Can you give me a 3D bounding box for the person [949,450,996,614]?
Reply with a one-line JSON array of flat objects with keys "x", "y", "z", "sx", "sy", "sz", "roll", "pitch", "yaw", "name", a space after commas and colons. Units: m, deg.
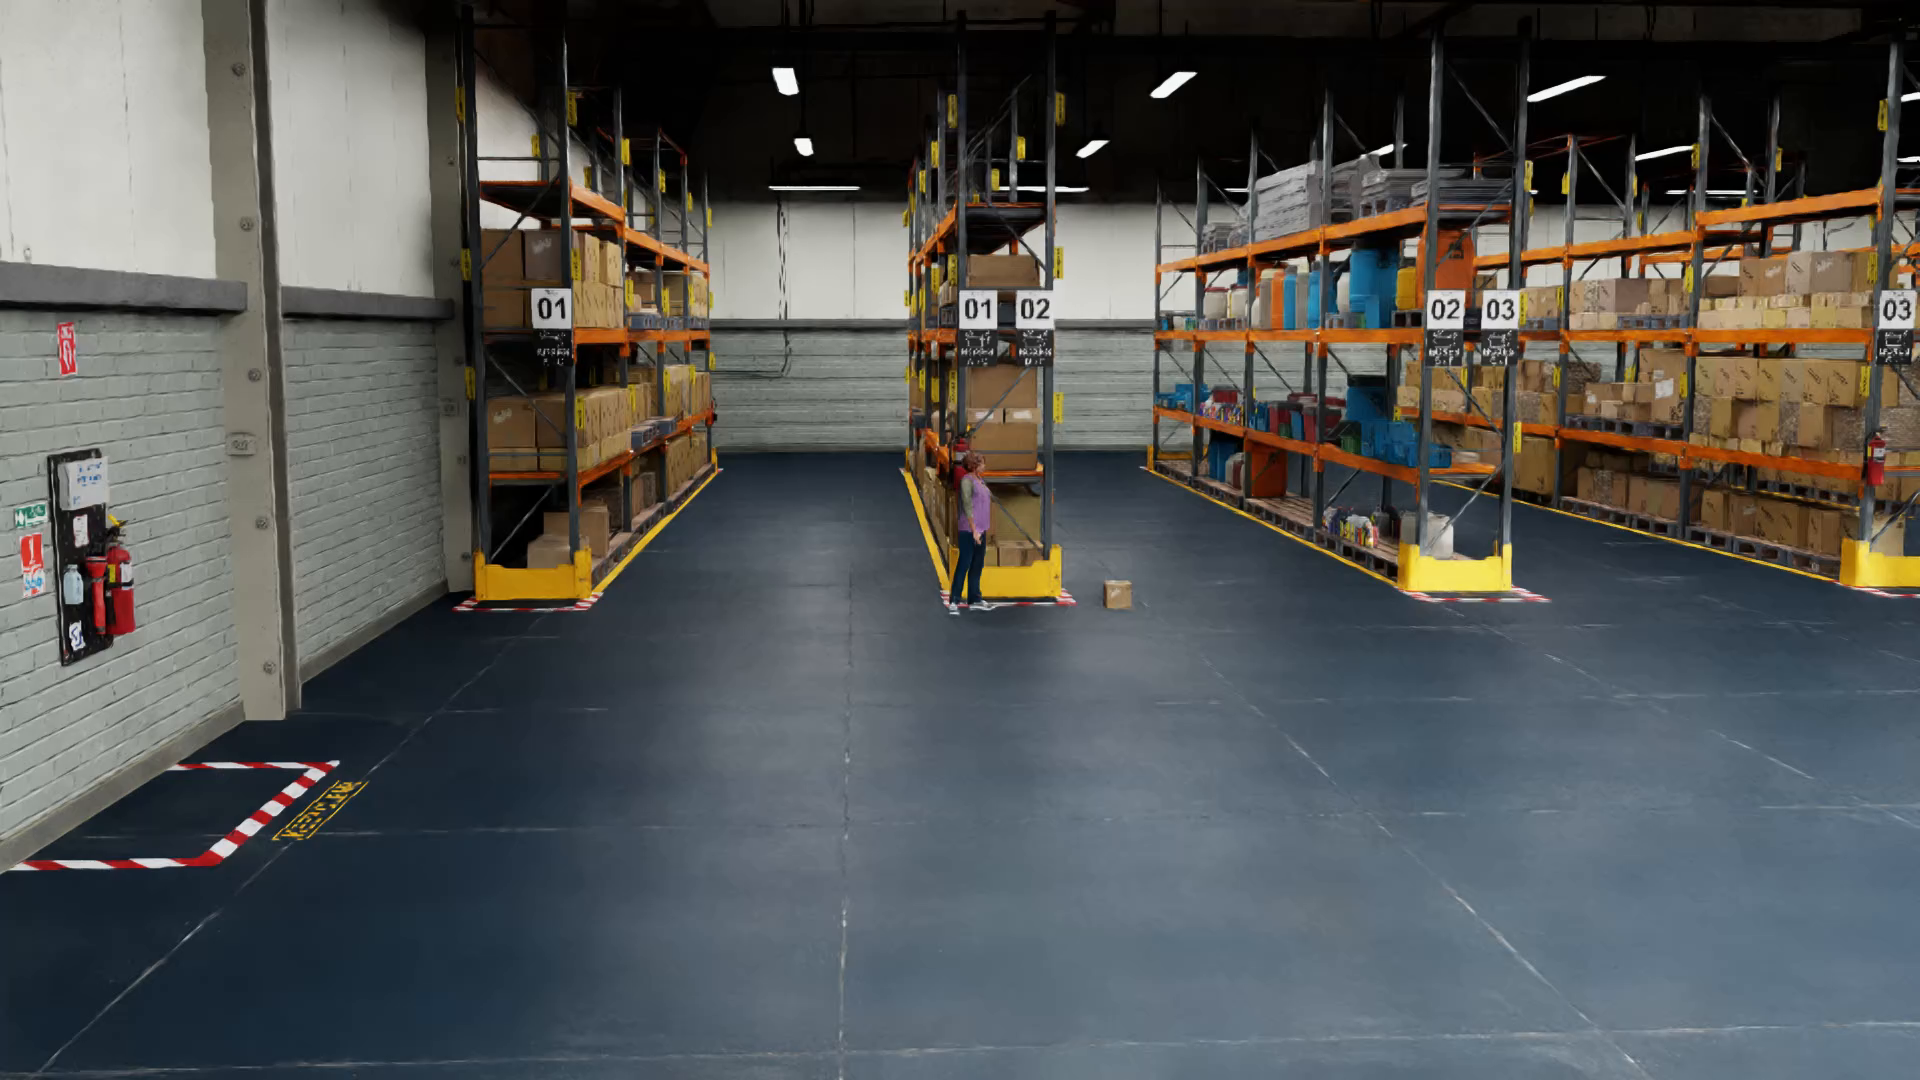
[{"x": 0.094, "y": -0.079, "z": 16.316, "sx": 0.374, "sy": 1.597, "sz": 0.575, "roll": 3, "pitch": 8, "yaw": 23, "name": "person"}]
